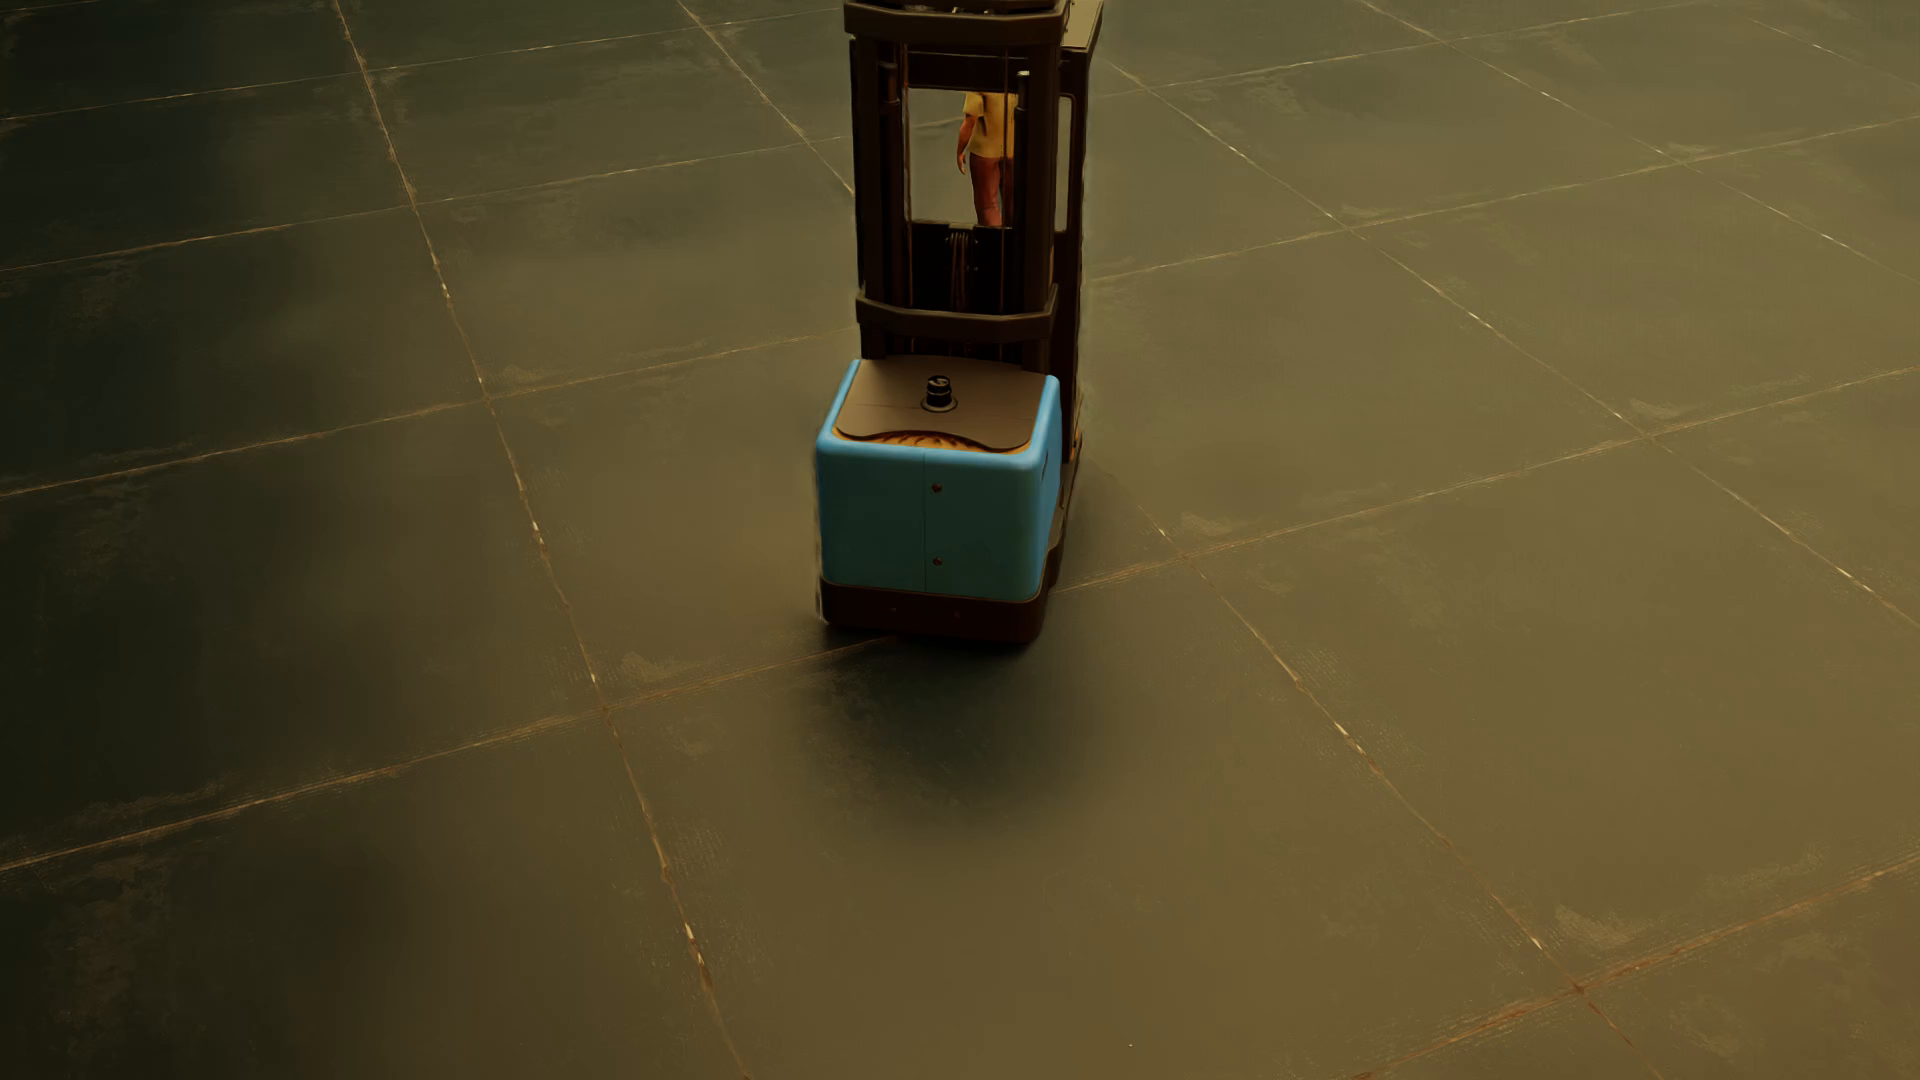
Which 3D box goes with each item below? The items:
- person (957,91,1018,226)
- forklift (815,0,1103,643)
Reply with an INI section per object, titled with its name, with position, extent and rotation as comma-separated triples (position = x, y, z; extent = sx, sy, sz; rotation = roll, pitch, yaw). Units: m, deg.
[person]
position = 0.211, -2.525, 10.719
extent = 0.554, 1.673, 0.548
rotation = -13, 37, -18
[forklift]
position = 0.081, -1.555, 8.285
extent = 1.130, 2.935, 3.031
rotation = 5, 36, 8
